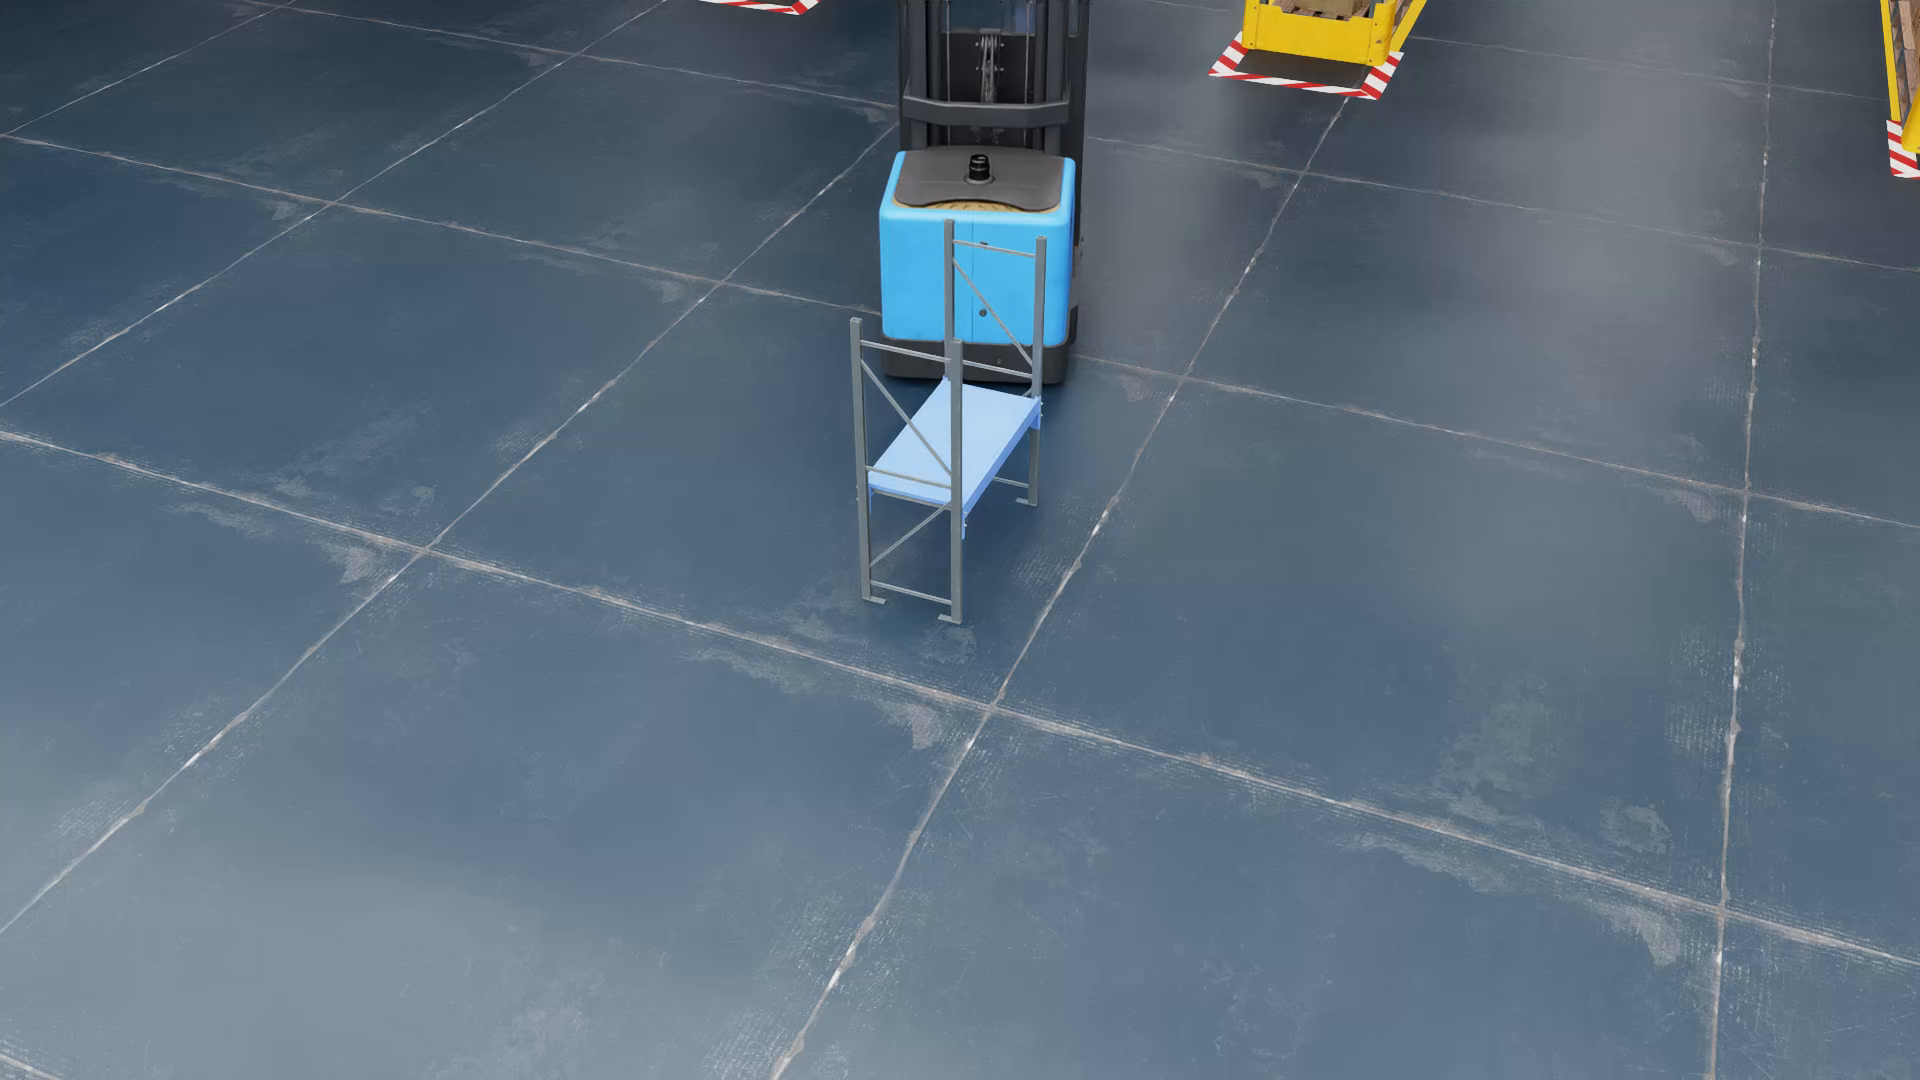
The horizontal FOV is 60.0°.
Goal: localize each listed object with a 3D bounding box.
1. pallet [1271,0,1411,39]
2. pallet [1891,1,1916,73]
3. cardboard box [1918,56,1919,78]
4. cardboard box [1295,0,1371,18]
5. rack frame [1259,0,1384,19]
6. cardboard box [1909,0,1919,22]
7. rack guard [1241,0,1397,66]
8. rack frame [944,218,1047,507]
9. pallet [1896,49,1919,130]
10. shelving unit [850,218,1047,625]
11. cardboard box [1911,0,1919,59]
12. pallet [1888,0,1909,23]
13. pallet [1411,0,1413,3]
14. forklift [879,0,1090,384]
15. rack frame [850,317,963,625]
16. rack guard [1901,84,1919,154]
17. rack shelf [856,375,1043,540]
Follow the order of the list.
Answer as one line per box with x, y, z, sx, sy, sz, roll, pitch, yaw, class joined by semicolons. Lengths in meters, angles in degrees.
3.244;-4.539;14.146;1.003;0.211;1.213;14;39;18;pallet
8.120;-4.003;13.429;1.003;0.211;1.213;14;39;18;pallet
7.619;-3.694;12.110;0.875;0.875;0.875;14;39;18;cardboard box
3.127;-4.681;13.744;0.500;0.500;0.500;21;42;26;cardboard box
2.873;-5.172;12.664;1.000;3.000;0.127;14;39;18;rack frame
8.300;-4.686;13.437;0.875;0.875;0.875;14;39;18;cardboard box
2.902;-4.213;13.469;1.175;0.500;0.348;14;39;18;rack guard
0.161;-0.835;8.114;0.500;1.500;0.032;14;39;18;rack frame
7.654;-3.330;12.528;1.003;0.211;1.213;14;39;18;pallet
-0.032;-0.553;7.738;0.538;1.500;1.048;14;39;18;shelving unit
7.952;-4.181;12.763;0.875;0.875;0.875;13;39;17;cardboard box
8.582;-4.681;14.336;1.003;0.211;1.213;14;39;18;pallet
3.710;-5.212;15.047;1.003;0.211;1.213;14;39;18;pallet
0.210;-2.914;9.700;1.130;2.935;3.031;3;37;4;forklift
-0.226;-0.272;7.361;0.500;1.500;0.032;14;39;18;rack frame
7.413;-2.972;11.808;1.175;0.500;0.348;14;39;18;rack guard
-0.032;-0.409;7.845;0.538;0.185;1.000;14;39;18;rack shelf
